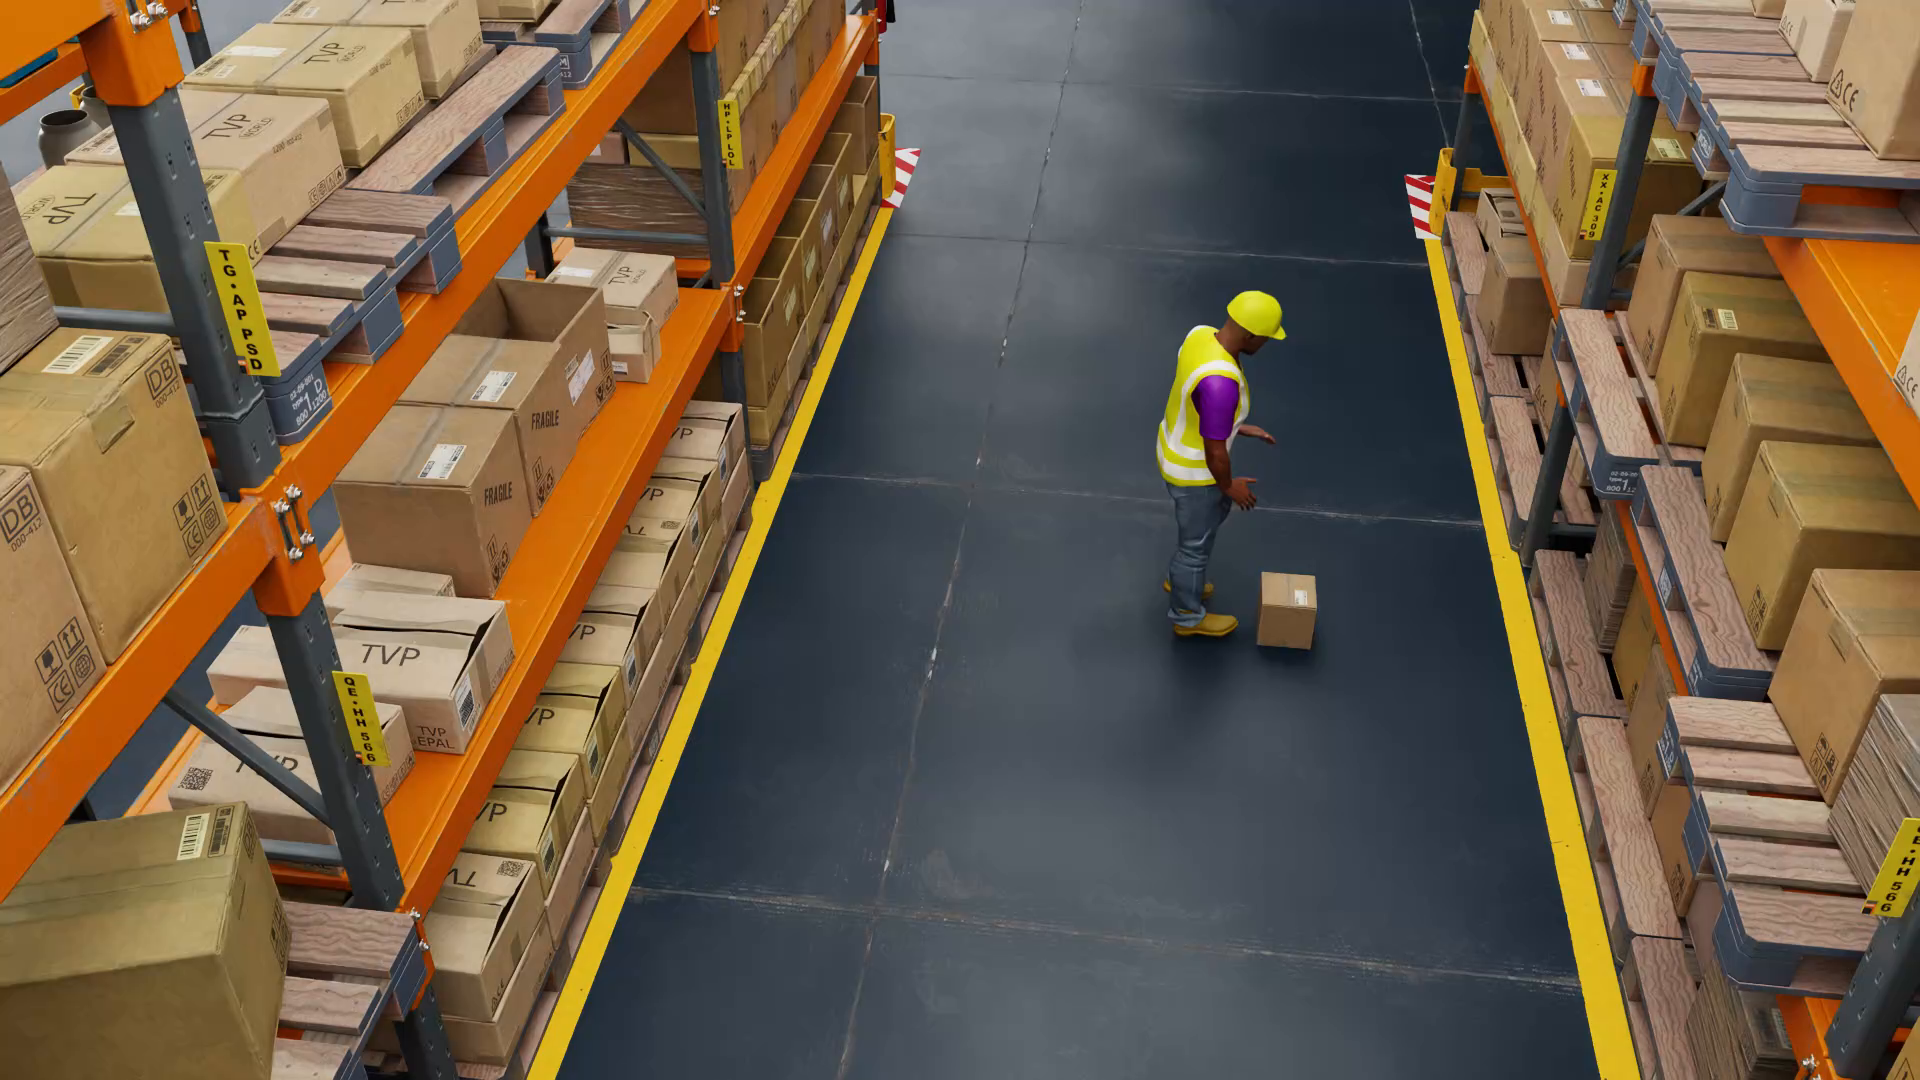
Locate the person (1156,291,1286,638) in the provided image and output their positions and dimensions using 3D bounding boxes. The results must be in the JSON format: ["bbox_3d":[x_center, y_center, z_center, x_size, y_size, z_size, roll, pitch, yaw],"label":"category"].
[{"bbox_3d":[1.167,-0.324,7.473,0.567,1.773,0.588,0,36,-1],"label":"person"}]
